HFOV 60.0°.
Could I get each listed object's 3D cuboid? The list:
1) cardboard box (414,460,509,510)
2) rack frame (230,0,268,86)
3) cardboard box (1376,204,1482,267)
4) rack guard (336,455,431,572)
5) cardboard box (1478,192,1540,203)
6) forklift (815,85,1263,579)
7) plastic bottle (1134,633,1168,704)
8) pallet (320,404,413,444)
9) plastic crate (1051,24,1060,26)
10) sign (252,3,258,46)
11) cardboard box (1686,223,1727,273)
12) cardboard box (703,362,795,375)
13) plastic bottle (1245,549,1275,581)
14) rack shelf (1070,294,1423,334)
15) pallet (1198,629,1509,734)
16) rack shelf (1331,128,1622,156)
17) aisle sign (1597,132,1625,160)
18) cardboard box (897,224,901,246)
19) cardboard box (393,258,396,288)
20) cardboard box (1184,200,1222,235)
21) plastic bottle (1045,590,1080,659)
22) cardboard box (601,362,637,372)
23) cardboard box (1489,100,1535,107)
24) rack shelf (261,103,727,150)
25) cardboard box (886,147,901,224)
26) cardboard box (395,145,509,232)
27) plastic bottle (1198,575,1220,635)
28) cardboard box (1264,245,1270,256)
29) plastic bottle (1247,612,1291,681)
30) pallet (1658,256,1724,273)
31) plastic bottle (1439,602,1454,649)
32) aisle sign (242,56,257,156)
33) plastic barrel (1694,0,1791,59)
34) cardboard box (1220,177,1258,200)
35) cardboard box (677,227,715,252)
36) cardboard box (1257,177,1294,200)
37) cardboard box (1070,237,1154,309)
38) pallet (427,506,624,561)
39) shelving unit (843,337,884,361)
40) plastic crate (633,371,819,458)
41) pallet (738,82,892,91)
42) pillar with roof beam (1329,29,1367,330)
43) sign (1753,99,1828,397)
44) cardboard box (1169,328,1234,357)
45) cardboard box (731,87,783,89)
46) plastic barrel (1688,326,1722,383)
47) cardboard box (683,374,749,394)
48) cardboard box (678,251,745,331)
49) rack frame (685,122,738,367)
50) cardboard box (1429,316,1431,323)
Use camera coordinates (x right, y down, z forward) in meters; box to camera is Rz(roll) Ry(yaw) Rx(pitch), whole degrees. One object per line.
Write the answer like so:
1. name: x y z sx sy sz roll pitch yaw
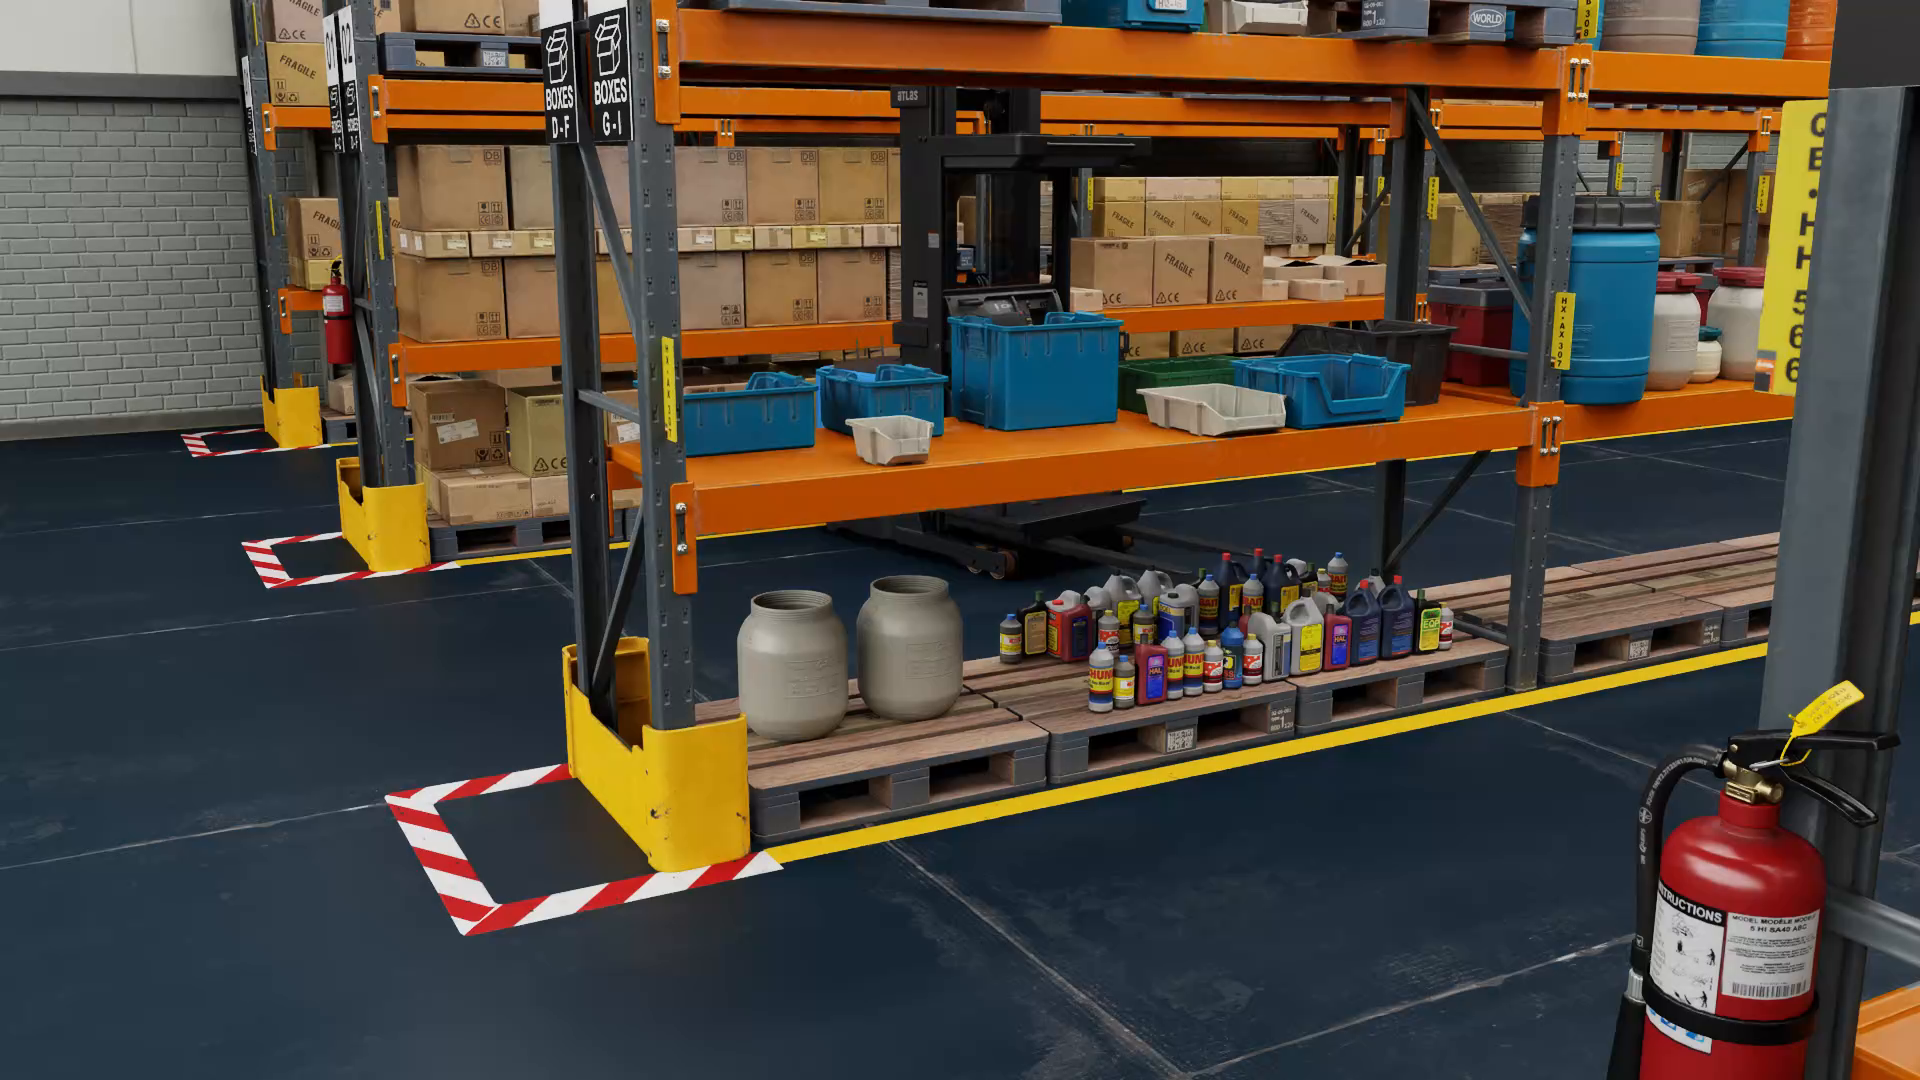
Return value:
1. cardboard box: -3.221 -0.380 10.771 0.500 0.250 0.500 -7 14 -28
2. rack frame: -5.927 -5.284 13.593 0.127 3.000 1.000 -7 14 -28
3. cardboard box: 3.971 -2.586 14.085 0.700 0.500 0.500 11 17 41
4. rack guard: -3.571 -0.181 10.275 0.348 0.500 1.175 -7 14 -28
5. cardboard box: 7.041 -4.053 21.101 0.700 0.700 0.980 -7 14 -28
6. forklift: 0.421 -1.329 9.838 1.130 2.935 3.031 -11 17 -41
7. plastic bottle: 0.768 0.512 6.689 0.133 0.283 0.061 -7 14 -27
8. pallet: -5.130 -1.083 14.943 1.213 0.211 1.003 -7 14 -28
9. plastic crate: 0.350 -2.162 6.590 0.575 0.384 0.392 -7 14 -28
10. sign: -5.667 -4.143 13.362 0.005 0.325 0.100 -7 14 -28
11. cardboard box: 7.299 -2.816 16.063 0.500 0.500 0.500 -7 14 -27
12. cardboard box: -1.474 -0.959 11.639 0.500 0.500 0.500 -7 14 -28
13. plastic bottle: 1.424 0.214 7.858 0.185 0.351 0.144 -6 14 -26
14. rack shelf: 1.716 -1.683 12.895 4.000 0.370 1.077 -7 14 -28
15. pallet: 1.722 0.554 7.666 1.213 0.211 1.003 -7 14 -28
16. rack shelf: 6.361 -4.943 20.546 4.000 0.370 1.077 -7 14 -28
17. aisle sign: 8.324 -5.259 21.222 0.004 0.787 0.394 -7 14 -28
18. cardboard box: -0.393 -2.094 11.375 0.250 0.149 0.380 -7 15 -29
19. cardboard box: -4.897 -2.341 14.477 0.500 0.250 0.500 -7 15 -30
20. cardboard box: 2.544 -3.510 18.421 0.500 0.500 0.500 -7 14 -28
21. plastic bottle: 0.456 0.367 7.347 0.135 0.276 0.152 -7 14 -27
22. cardboard box: -3.308 -1.656 15.828 0.500 0.500 0.500 -8 15 -32
23. cardboard box: 4.286 -3.863 13.882 0.500 0.500 0.910 -7 14 -28
24. rack shelf: -4.171 -3.680 14.936 4.000 0.370 1.077 -7 14 -28
25. cardboard box: -0.425 -2.458 11.515 0.500 0.500 0.700 -7 14 -28
26. cardboard box: -3.088 -2.137 10.090 0.500 0.500 0.700 -7 14 -28
27. plastic bottle: 1.147 0.295 7.678 0.097 0.271 0.097 0 13 0
28. cardboard box: 3.309 -3.292 18.930 0.250 0.149 0.380 -7 15 -29
29. plastic bottle: 1.307 0.439 7.028 0.135 0.276 0.152 -7 14 -27
30. pallet: 6.229 -2.509 15.362 1.213 0.211 1.003 -7 14 -28
31. plastic bottle: 2.162 0.380 7.460 0.097 0.201 0.097 0 13 0
32. aisle sign: -5.846 -3.560 13.676 0.004 0.787 0.394 -7 14 -28
33. plastic barrel: 3.822 -2.810 8.289 0.708 0.901 0.600 -7 14 -28
34. cardboard box: 2.971 -3.931 18.588 0.500 0.250 0.500 -7 15 -29
35. cardboard box: -1.753 -1.930 10.646 0.250 0.149 0.380 -7 14 -27
36. cardboard box: 3.417 -3.985 18.826 0.500 0.250 0.500 -7 14 -27
37. cardboard box: 1.105 -2.006 12.462 0.500 0.500 0.500 -6 14 -24
38. pallet: -2.899 -0.131 10.711 1.213 0.211 1.003 -7 14 -28
39. shelving unit: -0.597 -0.740 11.124 0.189 1.200 0.258 -8 6 -28
40. plastic crate: -0.884 -0.486 6.275 0.616 0.251 0.499 -7 14 -28
41. pallet: -0.775 -3.149 11.141 1.213 0.211 1.003 -7 14 -28
42. pillar with roof beam: 6.869 -5.957 16.584 0.400 9.000 9.100 -7 14 -28
43. sign: 0.945 -0.322 1.850 0.005 0.325 0.100 -7 14 -28
44. cardboard box: 2.575 -2.498 18.817 0.750 0.750 0.750 -7 14 -28
45. cardboard box: -1.898 -4.537 15.922 0.500 0.500 0.500 -5 13 -20
46. plastic barrel: 3.566 -0.911 8.140 0.301 0.262 0.301 0 13 0
47. cardboard box: -1.655 -0.803 10.944 0.500 0.500 0.500 -7 14 -28
48. cardboard box: -1.777 -1.662 10.934 0.500 0.500 0.700 -6 14 -26
49. rack frame: -2.416 -2.778 16.122 0.127 3.000 1.000 -7 14 -28
50. cardboard box: 5.754 -2.716 20.583 0.500 0.500 0.700 -7 14 -28
